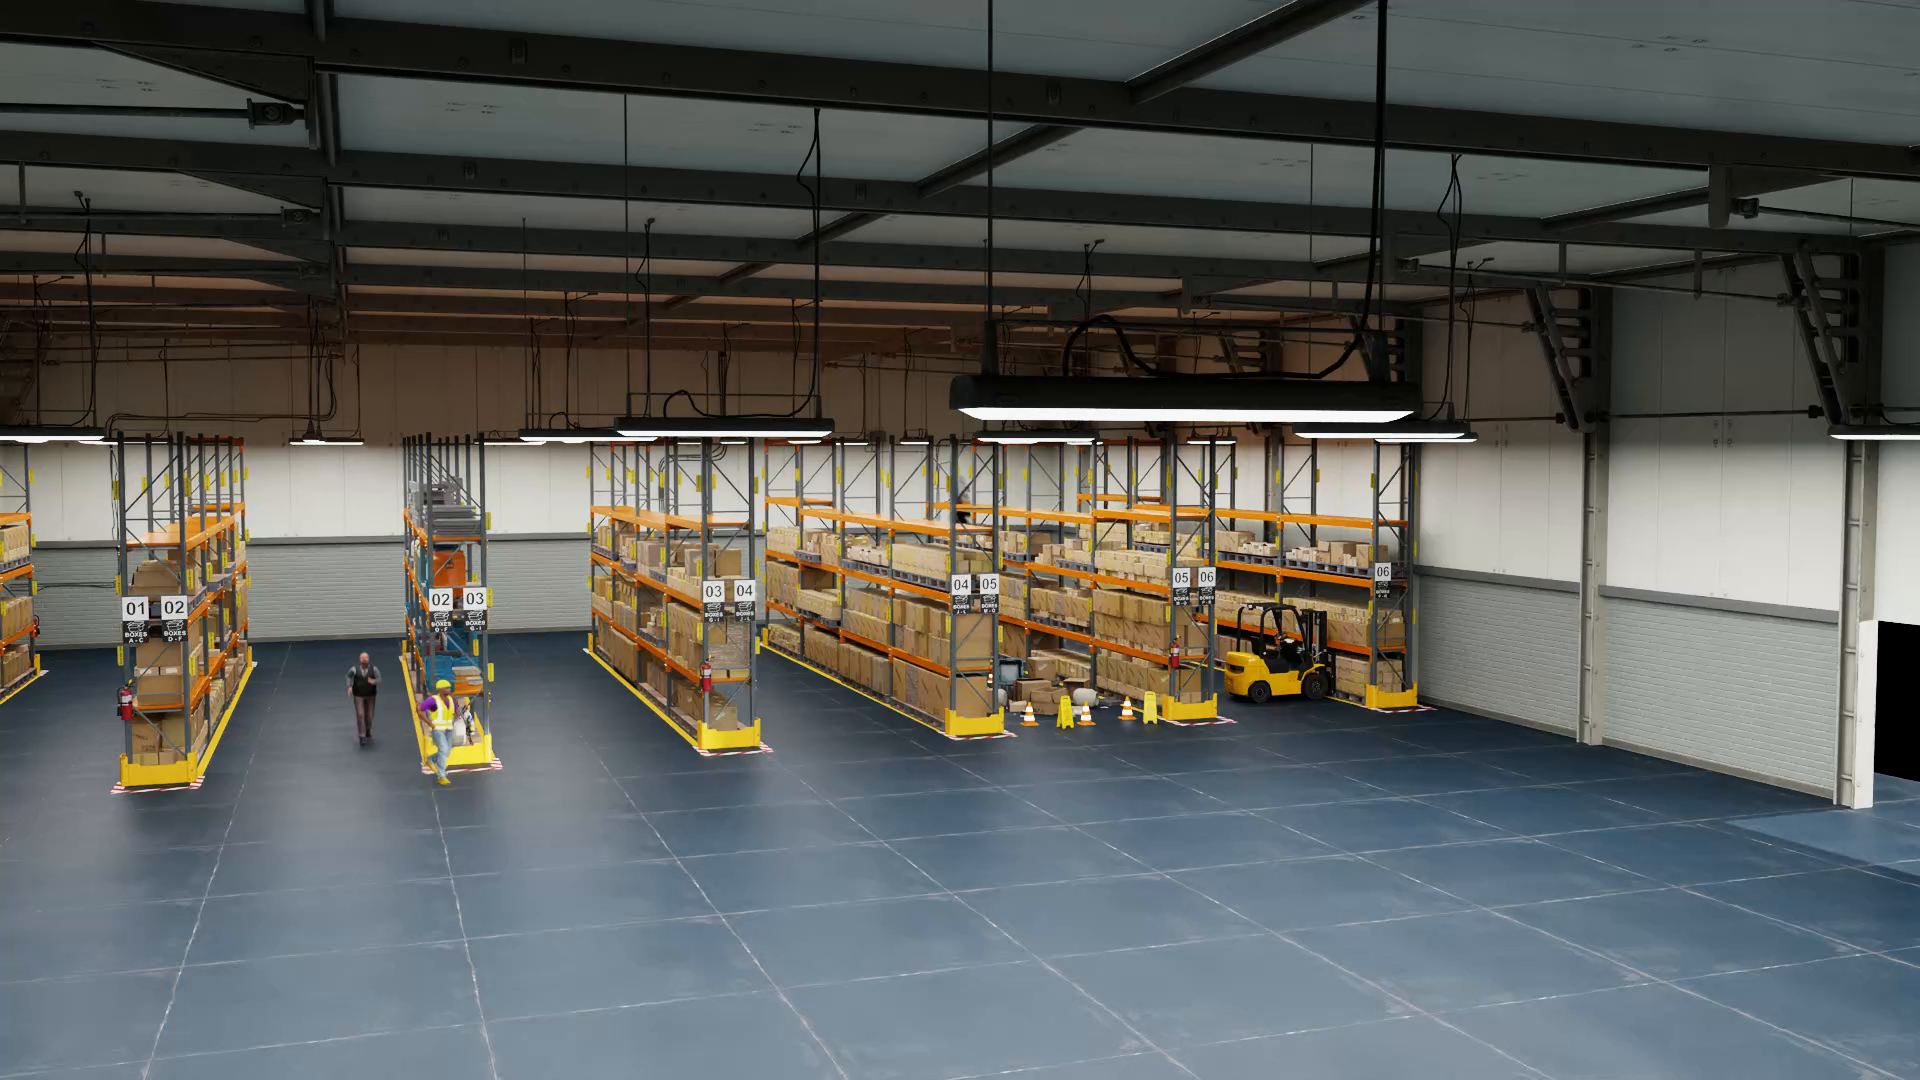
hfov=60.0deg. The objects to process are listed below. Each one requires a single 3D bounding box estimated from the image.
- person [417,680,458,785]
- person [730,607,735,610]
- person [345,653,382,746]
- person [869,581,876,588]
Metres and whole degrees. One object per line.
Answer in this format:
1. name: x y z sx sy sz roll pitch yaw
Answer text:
1. person: -8.931 3.282 28.683 0.906 1.738 0.728 2 4 29
2. person: -6.820 2.225 47.780 0.797 1.734 0.795 1 3 9
3. person: -11.540 3.056 32.240 0.643 1.743 0.901 -2 4 -27
4. person: -2.549 2.027 50.847 0.831 1.812 0.689 -1 3 -10
